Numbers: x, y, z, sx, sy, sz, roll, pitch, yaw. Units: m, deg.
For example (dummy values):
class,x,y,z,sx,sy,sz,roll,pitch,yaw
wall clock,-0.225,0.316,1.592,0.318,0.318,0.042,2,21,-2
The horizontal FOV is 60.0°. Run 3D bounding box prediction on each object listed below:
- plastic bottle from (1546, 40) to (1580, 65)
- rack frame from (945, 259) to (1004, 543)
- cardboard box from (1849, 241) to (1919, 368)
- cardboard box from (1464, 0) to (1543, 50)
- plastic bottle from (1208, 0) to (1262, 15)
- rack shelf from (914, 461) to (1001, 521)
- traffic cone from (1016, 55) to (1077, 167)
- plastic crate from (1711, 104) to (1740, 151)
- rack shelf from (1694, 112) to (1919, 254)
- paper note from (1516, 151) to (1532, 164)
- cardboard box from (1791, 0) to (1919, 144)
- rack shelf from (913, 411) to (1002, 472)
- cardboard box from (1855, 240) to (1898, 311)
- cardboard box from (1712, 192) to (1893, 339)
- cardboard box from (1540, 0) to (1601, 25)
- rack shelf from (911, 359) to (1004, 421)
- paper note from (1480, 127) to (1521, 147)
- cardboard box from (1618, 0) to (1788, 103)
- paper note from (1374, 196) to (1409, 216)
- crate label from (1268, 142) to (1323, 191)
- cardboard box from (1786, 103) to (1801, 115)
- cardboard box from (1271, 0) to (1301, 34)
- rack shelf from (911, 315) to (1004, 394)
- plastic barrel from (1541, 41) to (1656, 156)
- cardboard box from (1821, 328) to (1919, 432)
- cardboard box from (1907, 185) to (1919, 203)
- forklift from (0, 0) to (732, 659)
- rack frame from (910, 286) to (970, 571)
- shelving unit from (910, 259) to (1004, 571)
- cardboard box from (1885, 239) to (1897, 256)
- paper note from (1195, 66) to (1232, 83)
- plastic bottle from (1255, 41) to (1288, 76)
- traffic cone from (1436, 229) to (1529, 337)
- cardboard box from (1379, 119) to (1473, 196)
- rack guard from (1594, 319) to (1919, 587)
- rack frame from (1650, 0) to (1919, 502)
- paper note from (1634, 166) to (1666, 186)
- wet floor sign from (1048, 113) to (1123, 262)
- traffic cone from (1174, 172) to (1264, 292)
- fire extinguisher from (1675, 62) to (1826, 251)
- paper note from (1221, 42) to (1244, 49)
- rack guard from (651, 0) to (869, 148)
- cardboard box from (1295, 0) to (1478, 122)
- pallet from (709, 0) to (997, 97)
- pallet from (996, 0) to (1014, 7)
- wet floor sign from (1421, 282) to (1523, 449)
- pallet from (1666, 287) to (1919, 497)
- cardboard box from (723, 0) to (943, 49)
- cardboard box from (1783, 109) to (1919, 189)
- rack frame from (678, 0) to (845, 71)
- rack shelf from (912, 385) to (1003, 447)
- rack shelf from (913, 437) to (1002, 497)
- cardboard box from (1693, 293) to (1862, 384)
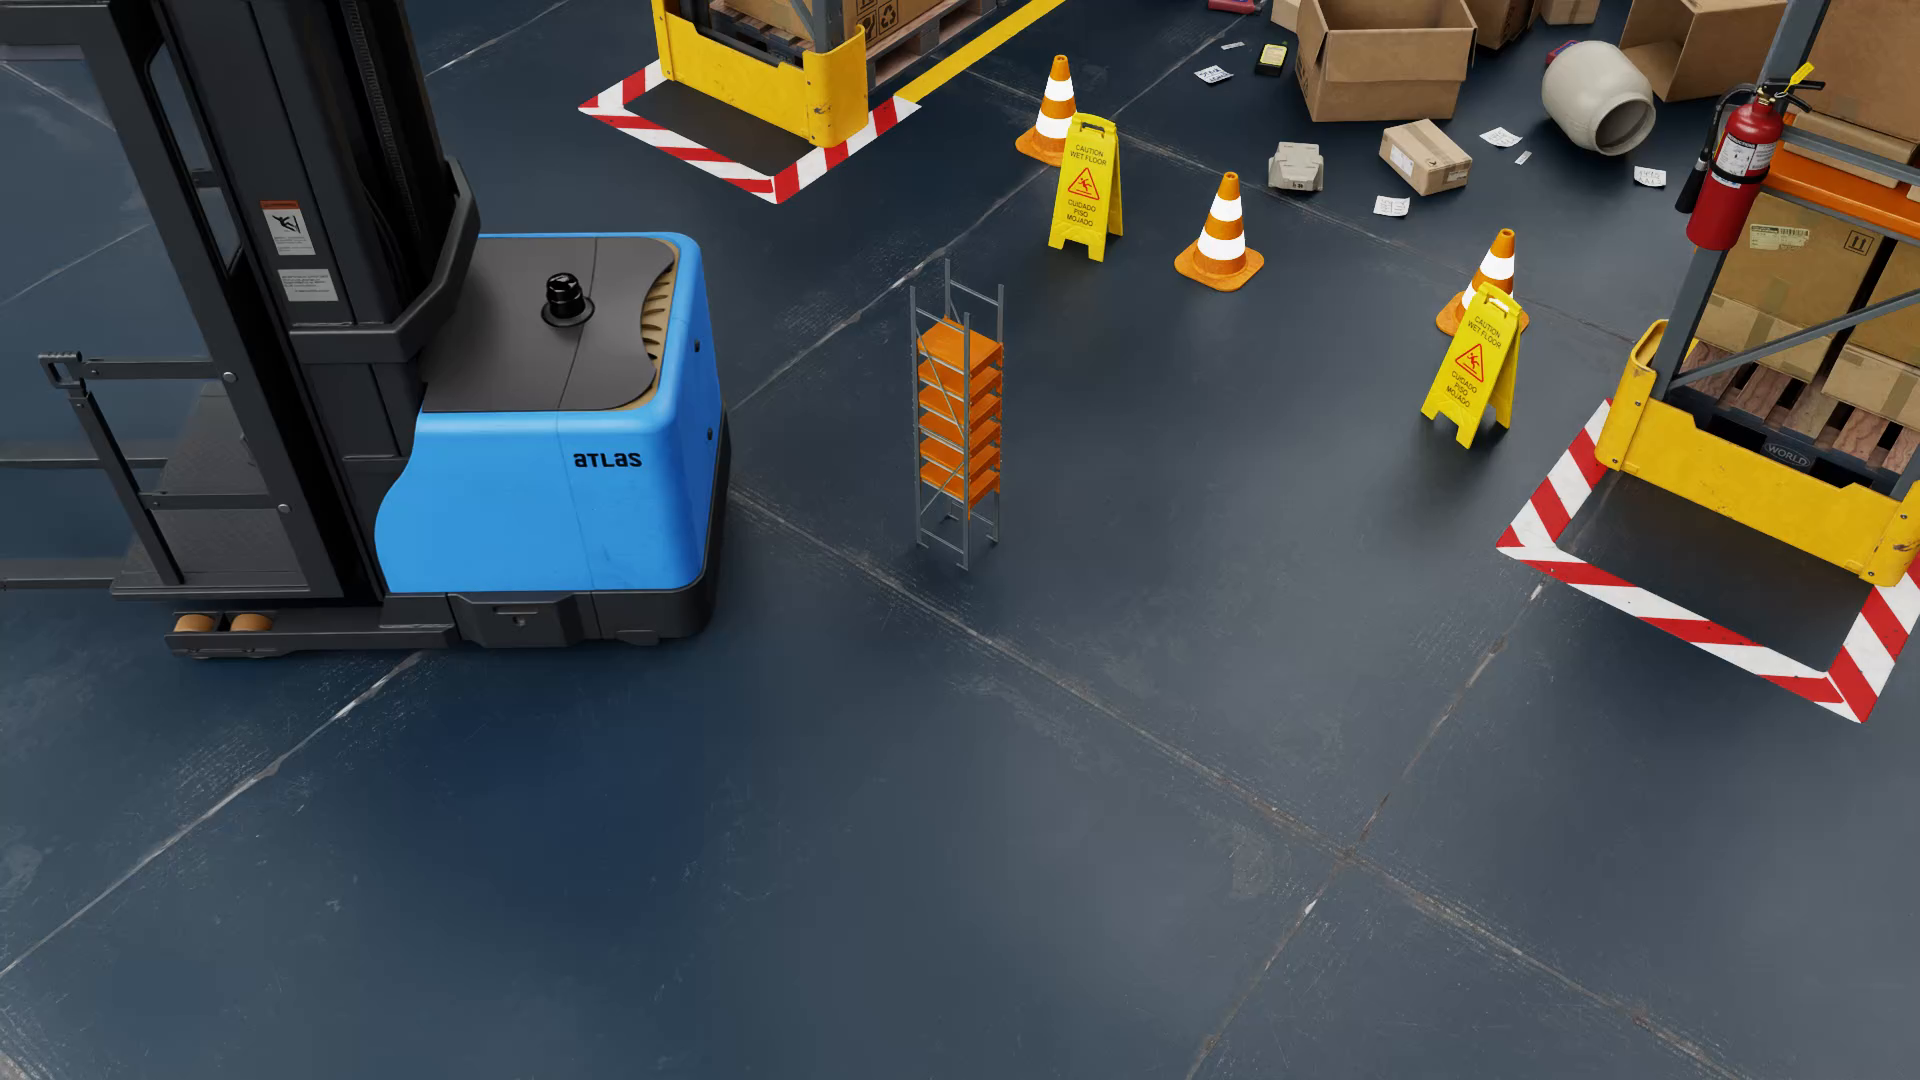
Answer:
class,x,y,z,sx,sy,sz,roll,pitch,yaw
plastic bottle,3.174,-2.522,8.616,0.283,0.061,0.133,-33,55,-28
rack frame,0.047,-0.459,5.858,0.240,1.200,0.006,29,53,25
cardboard box,3.728,-0.965,6.189,0.500,0.500,0.500,28,52,24
cardboard box,2.637,-3.005,8.678,0.797,0.637,0.503,29,53,25
plastic bottle,1.494,-2.902,8.980,0.283,0.061,0.133,13,48,12
rack shelf,-0.009,-0.210,6.014,0.258,0.103,0.180,29,53,25
traffic cone,0.471,-2.087,7.924,0.336,0.463,0.334,29,53,25
plastic crate,3.838,-1.902,8.011,0.402,0.080,0.583,13,48,12
rack shelf,4.224,-2.053,6.634,1.077,0.370,4.000,29,53,25
paper note,2.711,-1.840,8.001,0.032,0.001,0.123,29,53,25
cardboard box,3.115,-1.727,5.550,0.500,0.500,0.500,28,53,24
rack shelf,-0.009,-0.375,5.840,0.258,0.103,0.180,29,53,25
cardboard box,3.606,-1.227,6.959,0.500,0.250,0.500,29,53,25
cardboard box,3.285,-1.185,6.400,0.500,0.500,0.500,30,53,25
cardboard box,3.251,-2.984,8.917,0.258,0.266,0.396,-2,46,-2
rack shelf,-0.009,-0.541,5.667,0.258,0.103,0.180,29,53,25
paper note,2.642,-1.968,8.117,0.142,0.019,0.148,-25,51,-22
cardboard box,3.715,-2.572,8.359,0.500,0.500,0.500,-9,47,-8
paper note,2.004,-1.552,7.712,0.148,0.019,0.142,13,48,12
crate label,1.589,-1.758,7.835,0.250,0.136,0.298,6,47,5
cardboard box,3.128,-1.573,5.852,0.380,0.149,0.250,29,53,25
cardboard box,1.875,-2.834,8.774,0.258,0.266,0.396,-33,55,-28
rack shelf,-0.009,-0.624,5.580,0.258,0.103,0.180,29,53,25
plastic barrel,3.066,-2.118,7.981,0.421,0.421,0.512,-9,47,-8
cardboard box,3.714,-0.692,6.447,0.500,0.250,0.500,29,53,25
cardboard box,3.373,-1.173,5.470,0.380,0.149,0.250,29,53,25
forklift,-2.397,-0.983,5.162,3.031,2.935,1.130,-1,46,-1
rack frame,-0.065,-0.354,5.758,0.240,1.200,0.006,29,53,25
shelving unit,-0.009,-0.406,5.808,0.258,1.200,0.189,29,53,25
cardboard box,3.601,-1.485,6.687,0.500,0.500,0.500,31,54,26
paper note,1.299,-2.384,8.508,0.142,0.017,0.144,-25,51,-22
plastic bottle,1.617,-2.499,8.595,0.133,0.061,0.283,13,48,12
traffic cone,2.244,-1.097,6.978,0.336,0.463,0.334,29,53,25
cardboard box,2.204,-1.815,7.881,0.250,0.149,0.380,-17,49,-15
rack guard,3.048,-0.337,6.226,1.175,0.500,0.348,29,53,25
rack frame,3.002,-1.157,5.281,1.000,3.000,0.127,29,53,25
paper note,3.272,-1.726,7.878,0.142,0.019,0.148,13,48,12
wet floor sign,0.572,-1.582,7.315,0.267,0.644,0.232,21,50,19
traffic cone,1.157,-1.393,7.261,0.336,0.463,0.334,29,53,25
fire extinguisher,2.567,-1.269,5.441,0.296,0.674,0.183,29,53,25
paper note,1.430,-2.592,8.719,0.123,0.001,0.032,-17,49,-15
rack guard,-0.992,-2.410,8.207,1.175,0.500,0.348,29,53,25
cardboard box,2.072,-2.419,8.213,0.797,0.503,0.637,-2,46,-2
pallet,-0.550,-2.816,8.795,1.003,0.211,1.213,29,53,25
pallet,0.196,-3.512,9.459,1.003,0.211,1.213,29,53,25
wet floor sign,2.039,-0.708,6.480,0.232,0.644,0.267,-25,51,-22
pallet,3.573,-0.687,6.760,1.003,0.211,1.213,29,53,25
cardboard box,-0.615,-3.116,8.331,0.875,0.875,0.875,29,53,25
cardboard box,3.061,-1.379,5.666,0.380,0.149,0.250,31,54,26
rack frame,-0.977,-3.288,7.316,1.000,3.000,0.127,29,53,25
rack shelf,-0.009,-0.458,5.754,0.258,0.103,0.180,29,53,25
rack shelf,-0.009,-0.293,5.927,0.258,0.103,0.180,29,53,25
cardboard box,3.298,-0.948,6.692,0.500,0.250,0.500,29,53,25
